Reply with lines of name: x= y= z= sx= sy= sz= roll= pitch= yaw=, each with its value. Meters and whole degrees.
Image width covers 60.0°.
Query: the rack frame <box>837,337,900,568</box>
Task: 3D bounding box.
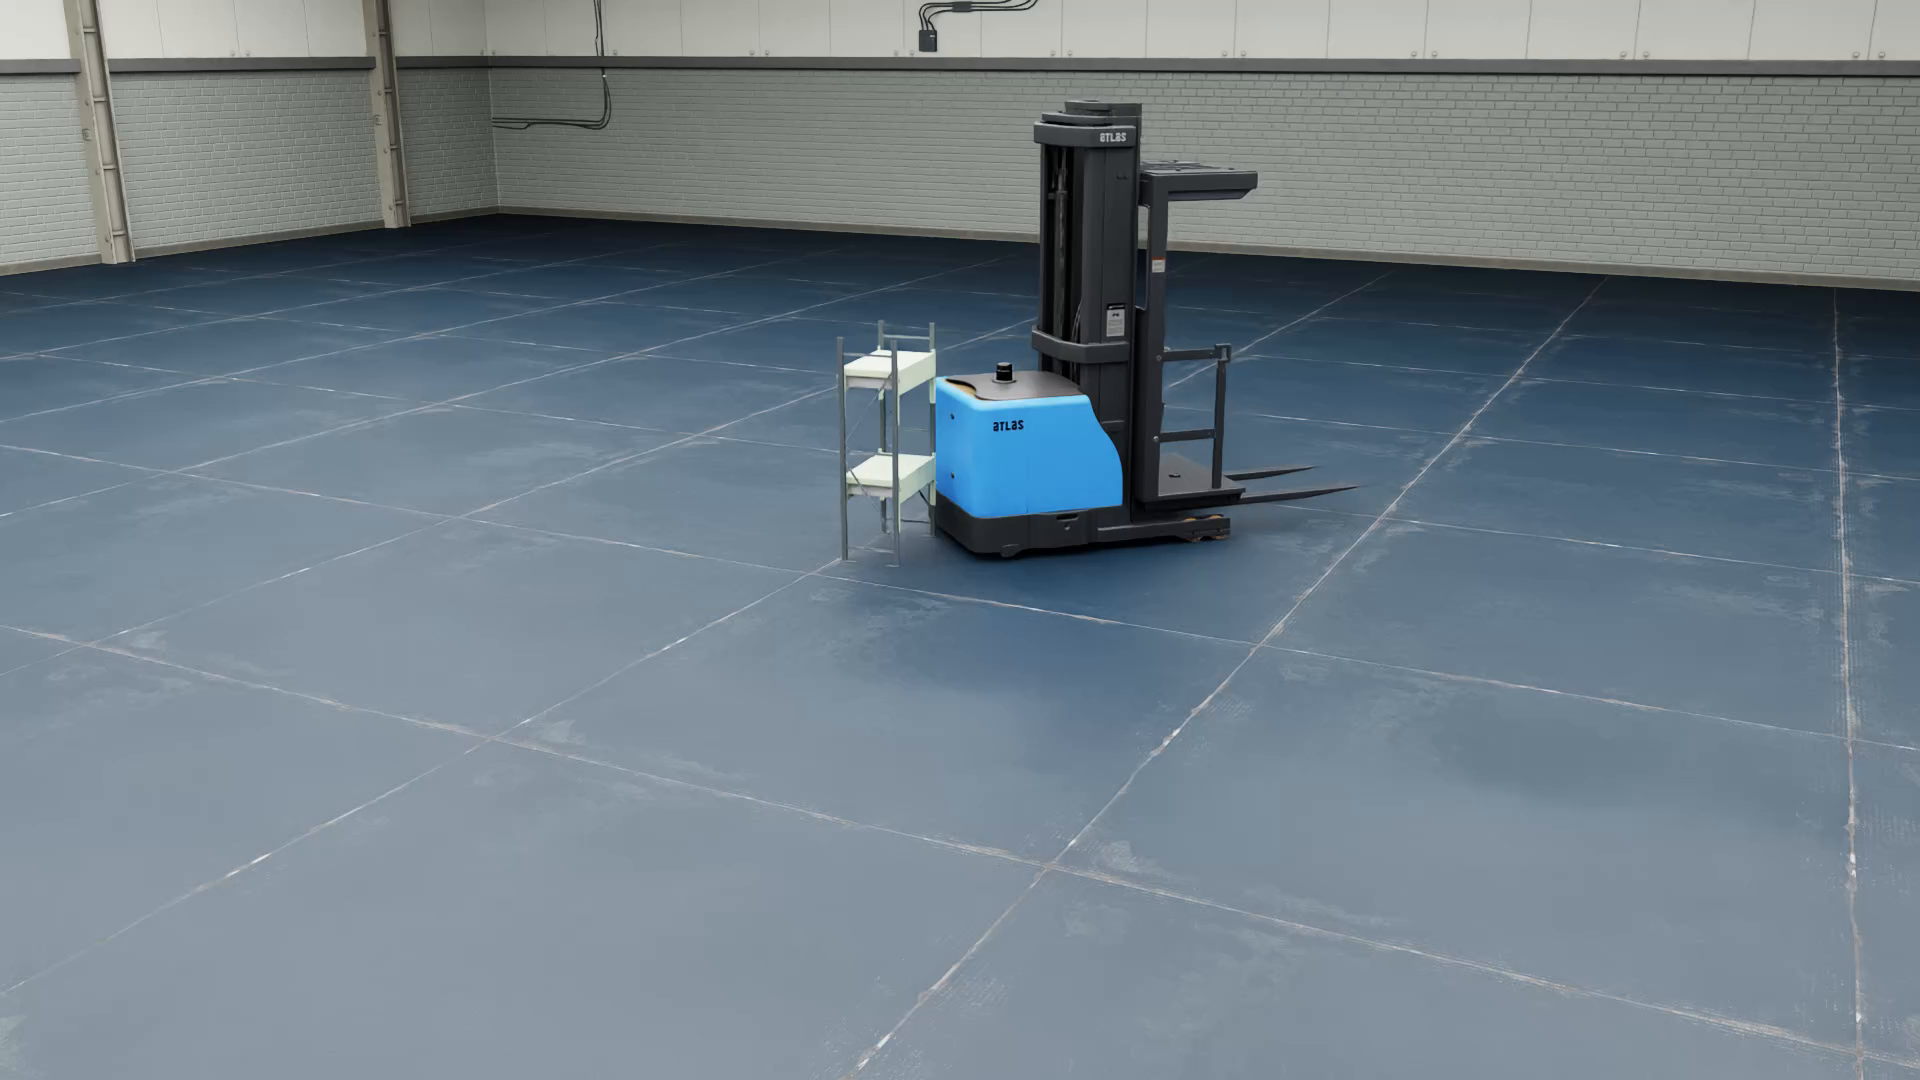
rack frame: x=-0.589 y=-0.554 z=10.757 sx=0.400 sy=1.500 sz=0.023 roll=5 pitch=17 yaw=17

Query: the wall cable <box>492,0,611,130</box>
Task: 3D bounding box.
wall cable: x=-8.156 y=-9.340 z=32.618 sx=3.097 sy=2.526 sz=0.112 roll=8 pitch=18 yaw=25

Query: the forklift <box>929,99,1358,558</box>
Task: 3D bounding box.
forklift: x=1.351 y=-1.525 z=11.510 sx=3.031 sy=2.935 sz=1.130 roll=-6 pitch=18 yaw=-19

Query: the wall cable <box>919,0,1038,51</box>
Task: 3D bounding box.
wall cable: x=0.330 y=-11.247 z=27.612 sx=2.305 sy=6.003 sz=0.169 roll=8 pitch=18 yaw=25

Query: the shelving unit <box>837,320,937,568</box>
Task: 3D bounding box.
shelving unit: x=-0.475 y=-0.653 z=11.090 sx=0.431 sy=1.500 sz=0.755 roll=5 pitch=17 yaw=17

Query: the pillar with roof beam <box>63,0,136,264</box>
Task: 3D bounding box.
pillar with roof beam: x=-9.485 y=-8.170 z=23.226 sx=9.100 sy=9.000 sz=0.400 roll=8 pitch=18 yaw=25

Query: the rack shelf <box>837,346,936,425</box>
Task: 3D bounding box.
rack shelf: x=-0.475 y=-1.028 z=10.979 sx=0.431 sy=0.370 sz=0.720 roll=5 pitch=17 yaw=17

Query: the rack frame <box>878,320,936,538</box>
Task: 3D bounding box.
rack frame: x=-0.361 y=-0.752 z=11.424 sx=0.400 sy=1.500 sz=0.023 roll=5 pitch=17 yaw=17

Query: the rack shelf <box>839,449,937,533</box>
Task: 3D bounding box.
rack shelf: x=-0.475 y=-0.341 z=11.183 sx=0.431 sy=0.370 sz=0.720 roll=5 pitch=17 yaw=17

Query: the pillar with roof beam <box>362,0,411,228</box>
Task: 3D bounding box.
pillar with roof beam: x=-6.804 y=-9.698 z=28.372 sx=9.100 sy=9.000 sz=0.400 roll=8 pitch=18 yaw=25
